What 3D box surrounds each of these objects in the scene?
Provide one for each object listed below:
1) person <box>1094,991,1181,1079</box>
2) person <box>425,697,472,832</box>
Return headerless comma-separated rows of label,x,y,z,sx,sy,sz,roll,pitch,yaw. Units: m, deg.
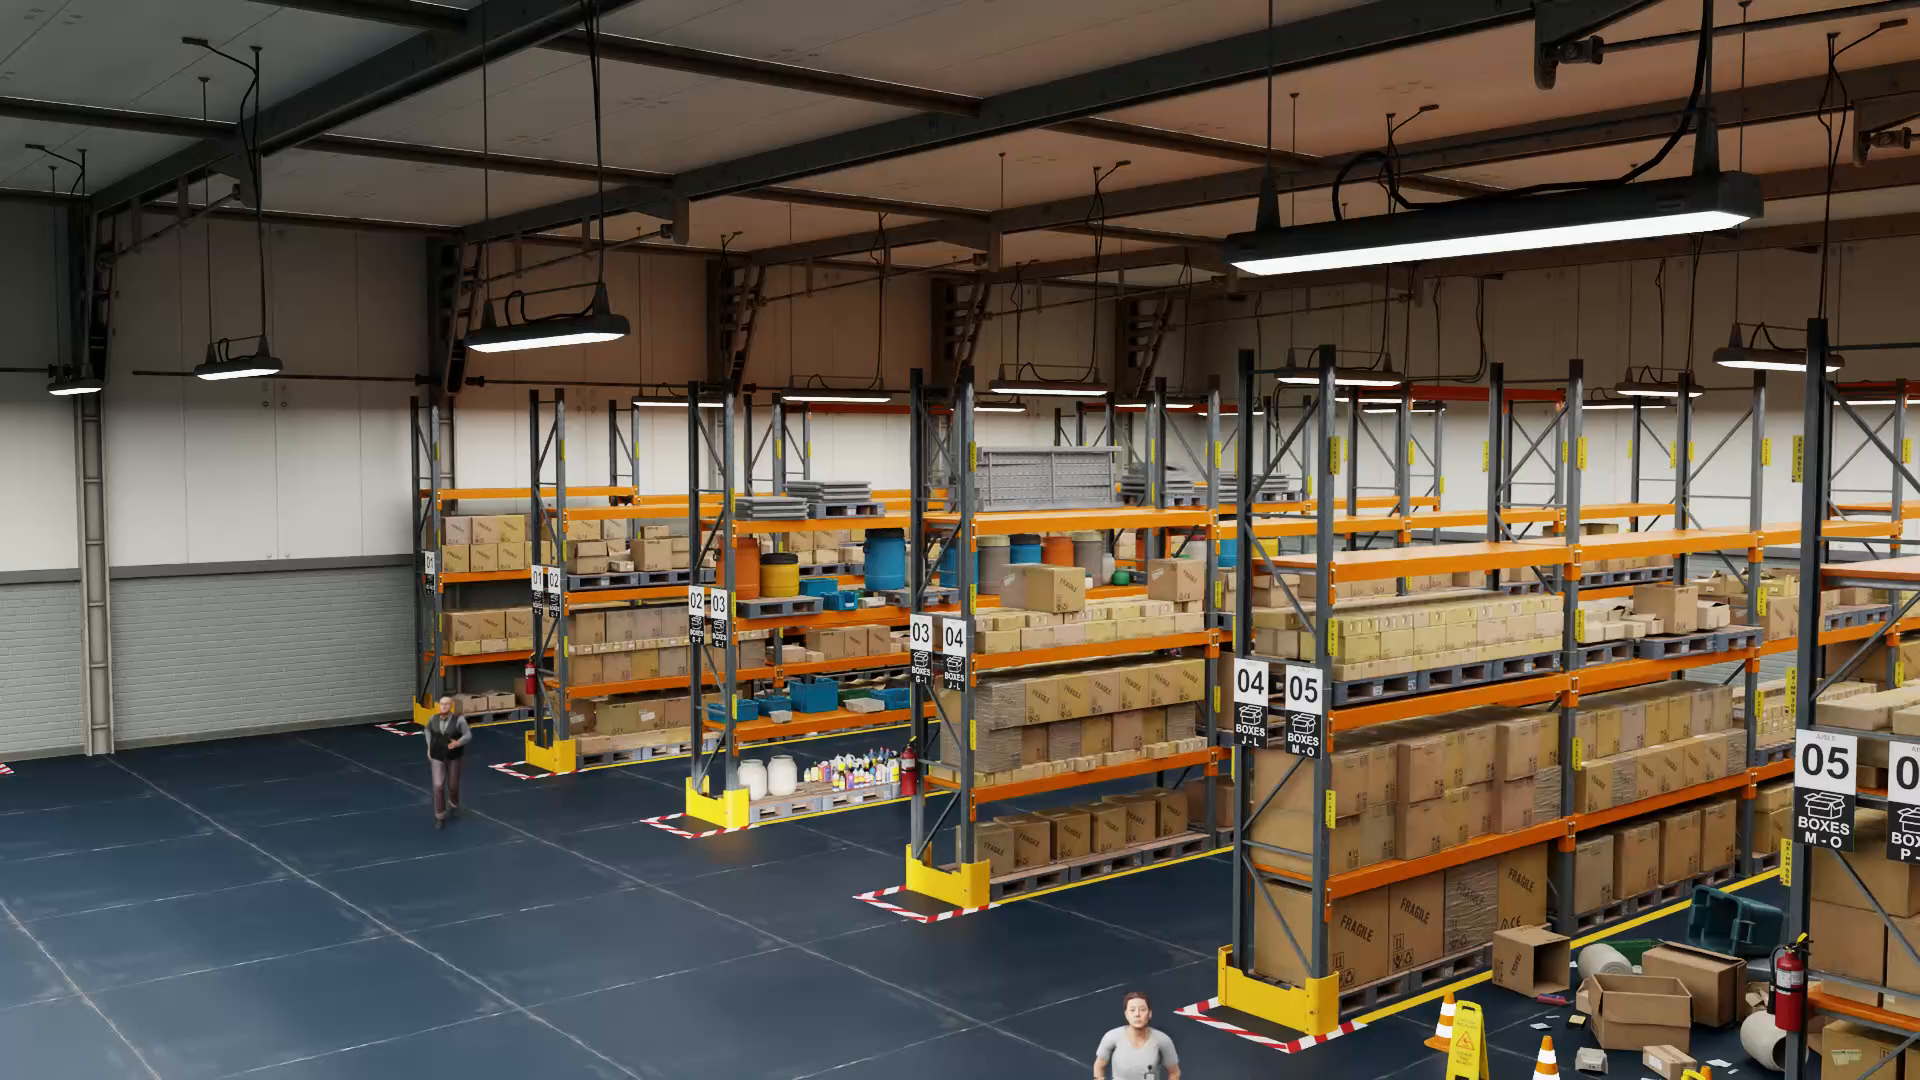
person,1.156,3.711,10.844,0.565,1.578,0.620,0,3,7
person,-6.902,2.981,22.430,0.650,1.757,0.840,-1,3,-10
